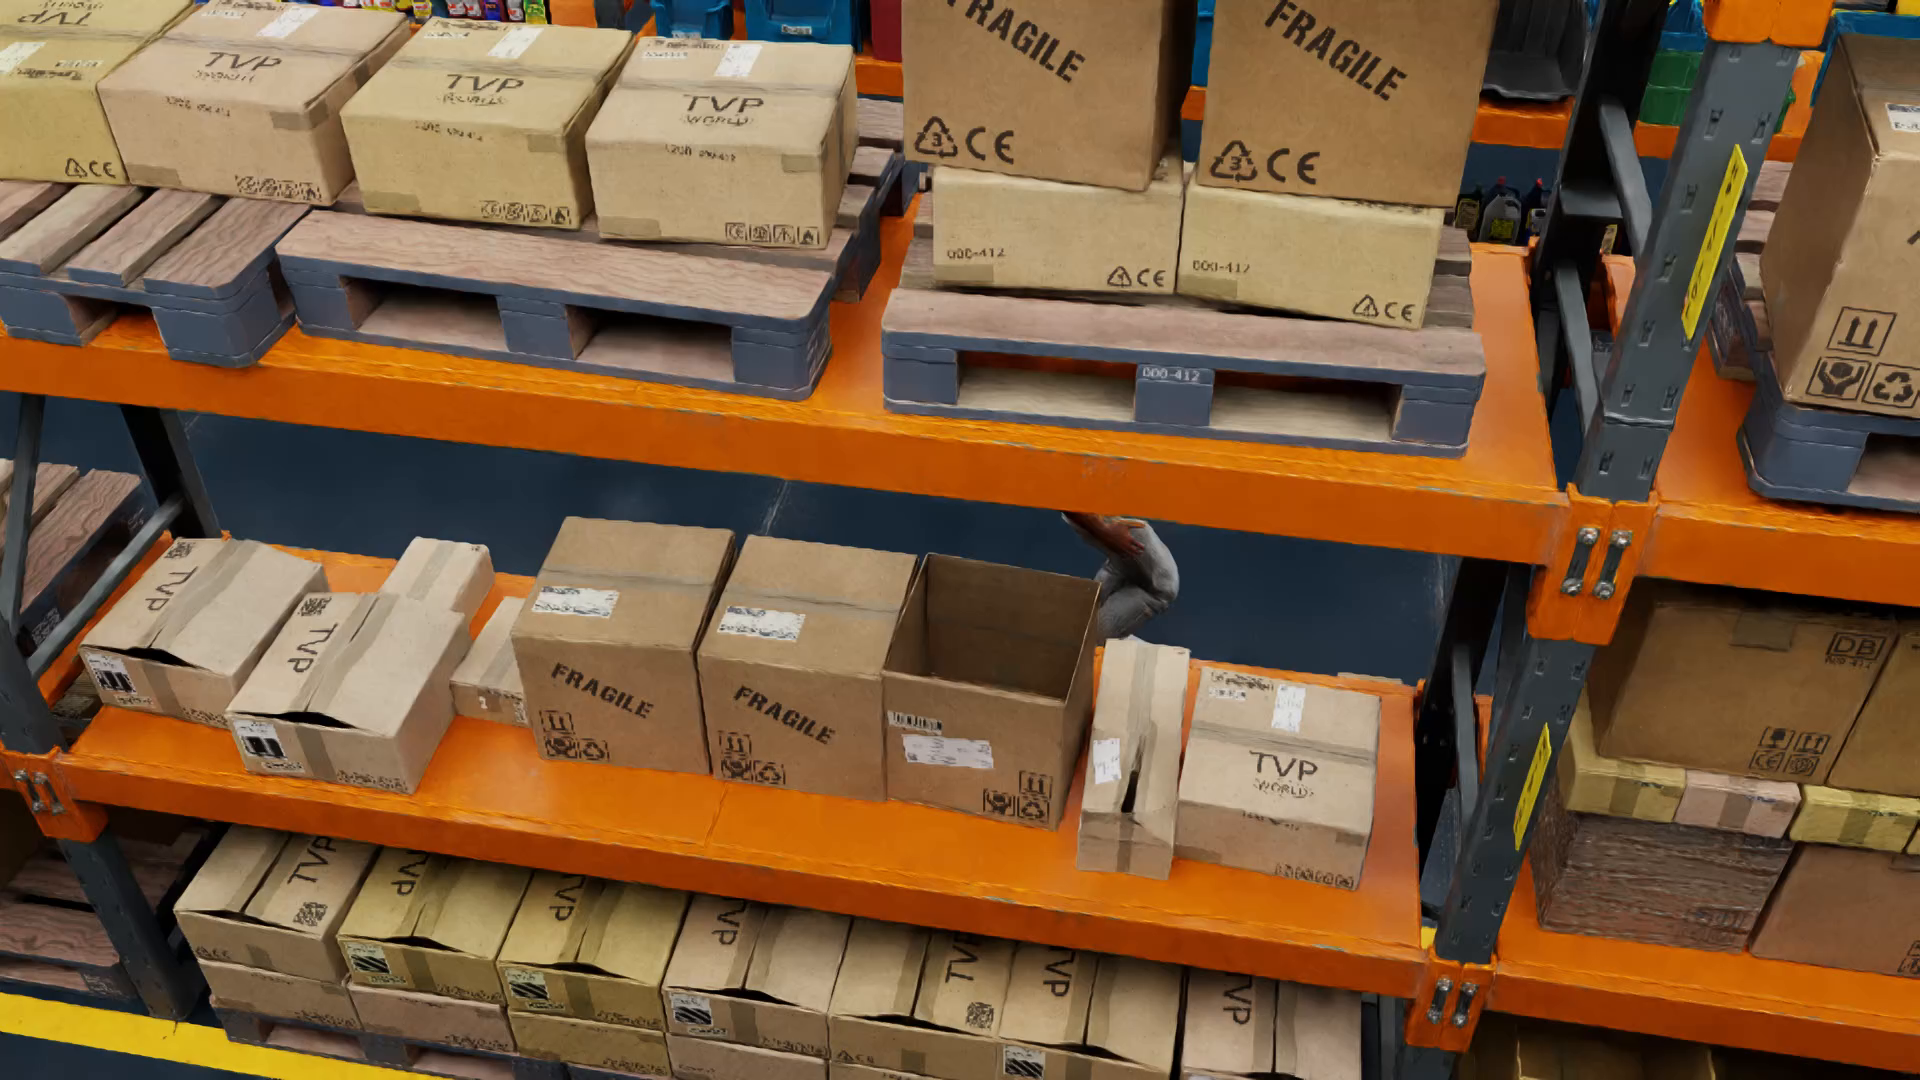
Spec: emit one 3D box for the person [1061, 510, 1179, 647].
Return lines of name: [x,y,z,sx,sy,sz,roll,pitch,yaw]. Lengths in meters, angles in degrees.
person: [0.599,-0.175,6.373,0.524,1.732,0.753,2,40,3]
